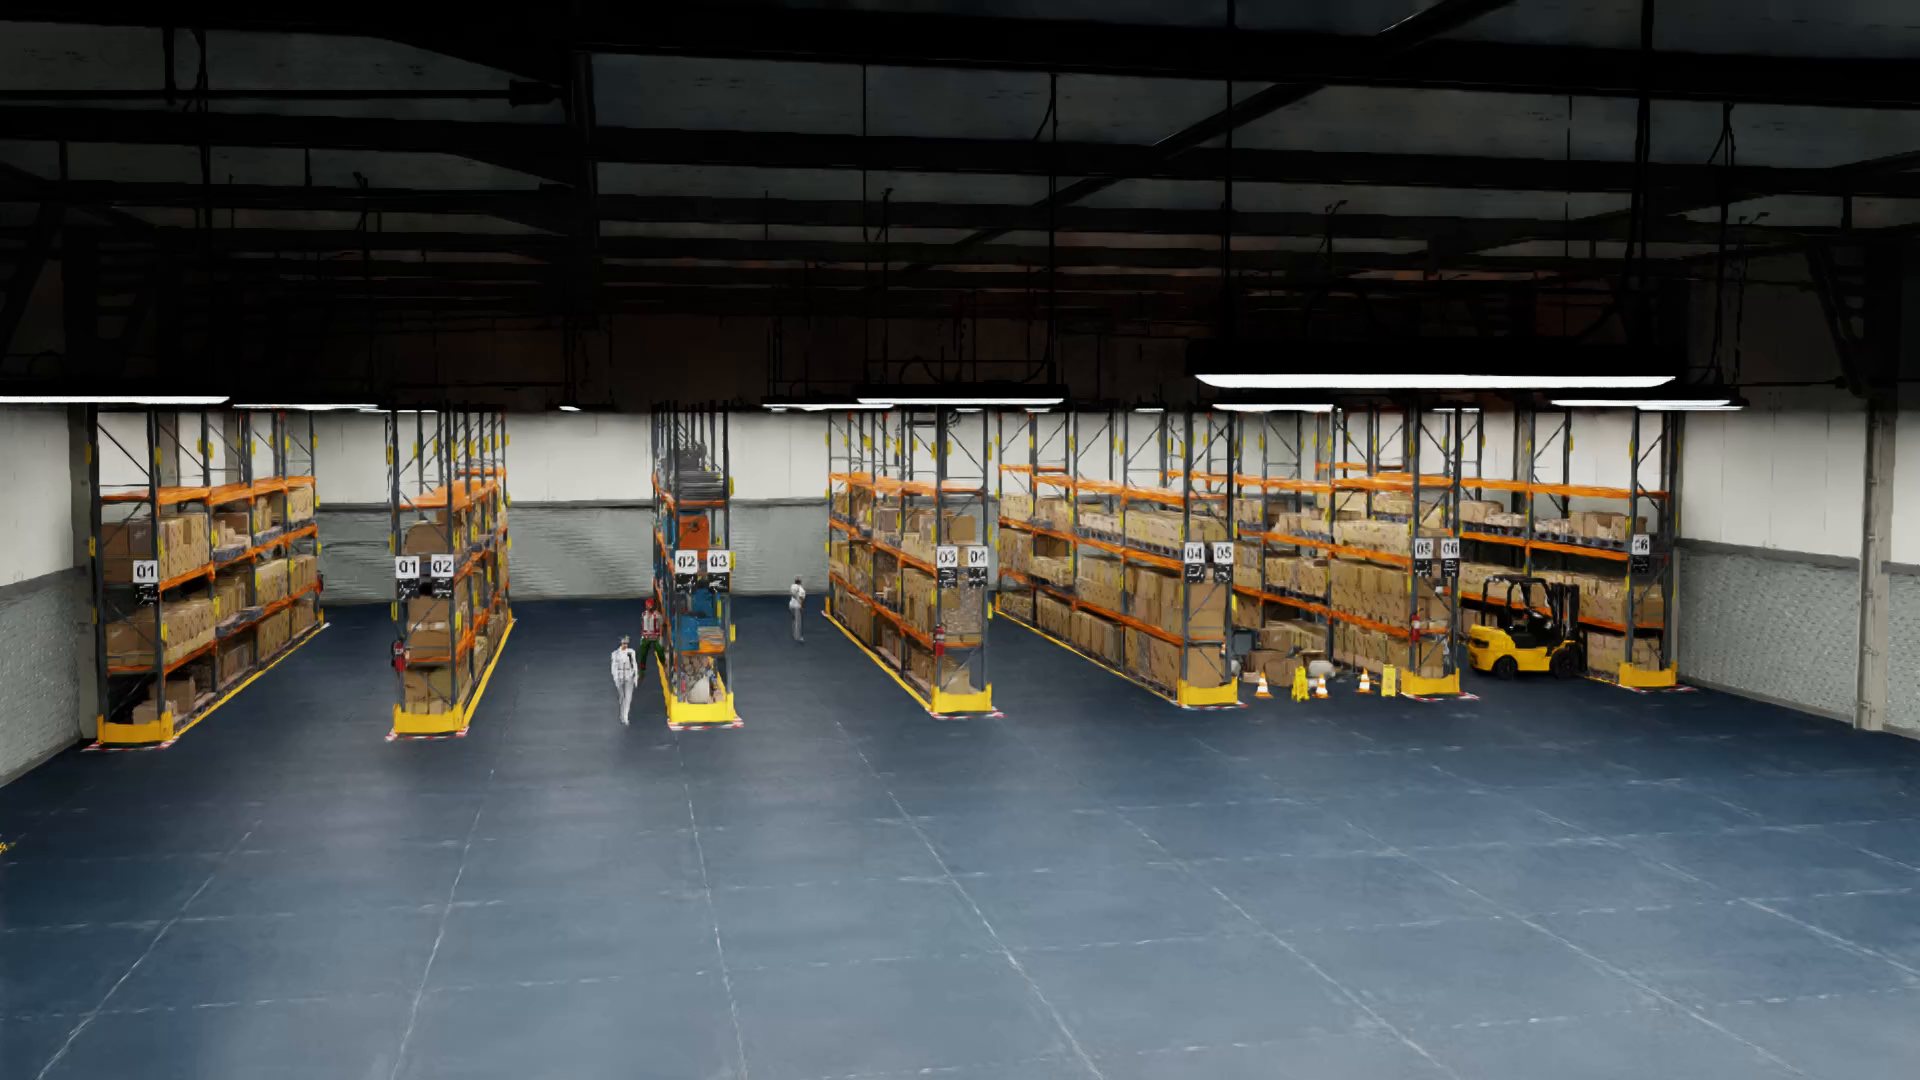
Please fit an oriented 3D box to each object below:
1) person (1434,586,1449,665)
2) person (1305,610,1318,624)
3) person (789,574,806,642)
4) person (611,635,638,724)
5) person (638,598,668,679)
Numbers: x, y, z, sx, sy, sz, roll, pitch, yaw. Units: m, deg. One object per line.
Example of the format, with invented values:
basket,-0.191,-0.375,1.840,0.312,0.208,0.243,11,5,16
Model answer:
person,10.936,1.945,38.086,0.577,1.785,0.655,1,5,19
person,9.333,1.534,44.343,0.477,1.675,0.487,1,5,18
person,-4.075,1.707,42.015,0.437,1.684,0.553,-4,6,-41
person,-6.237,2.560,30.924,0.483,1.609,0.998,0,4,-7
person,-6.729,2.133,36.245,0.591,1.751,0.986,1,4,12
